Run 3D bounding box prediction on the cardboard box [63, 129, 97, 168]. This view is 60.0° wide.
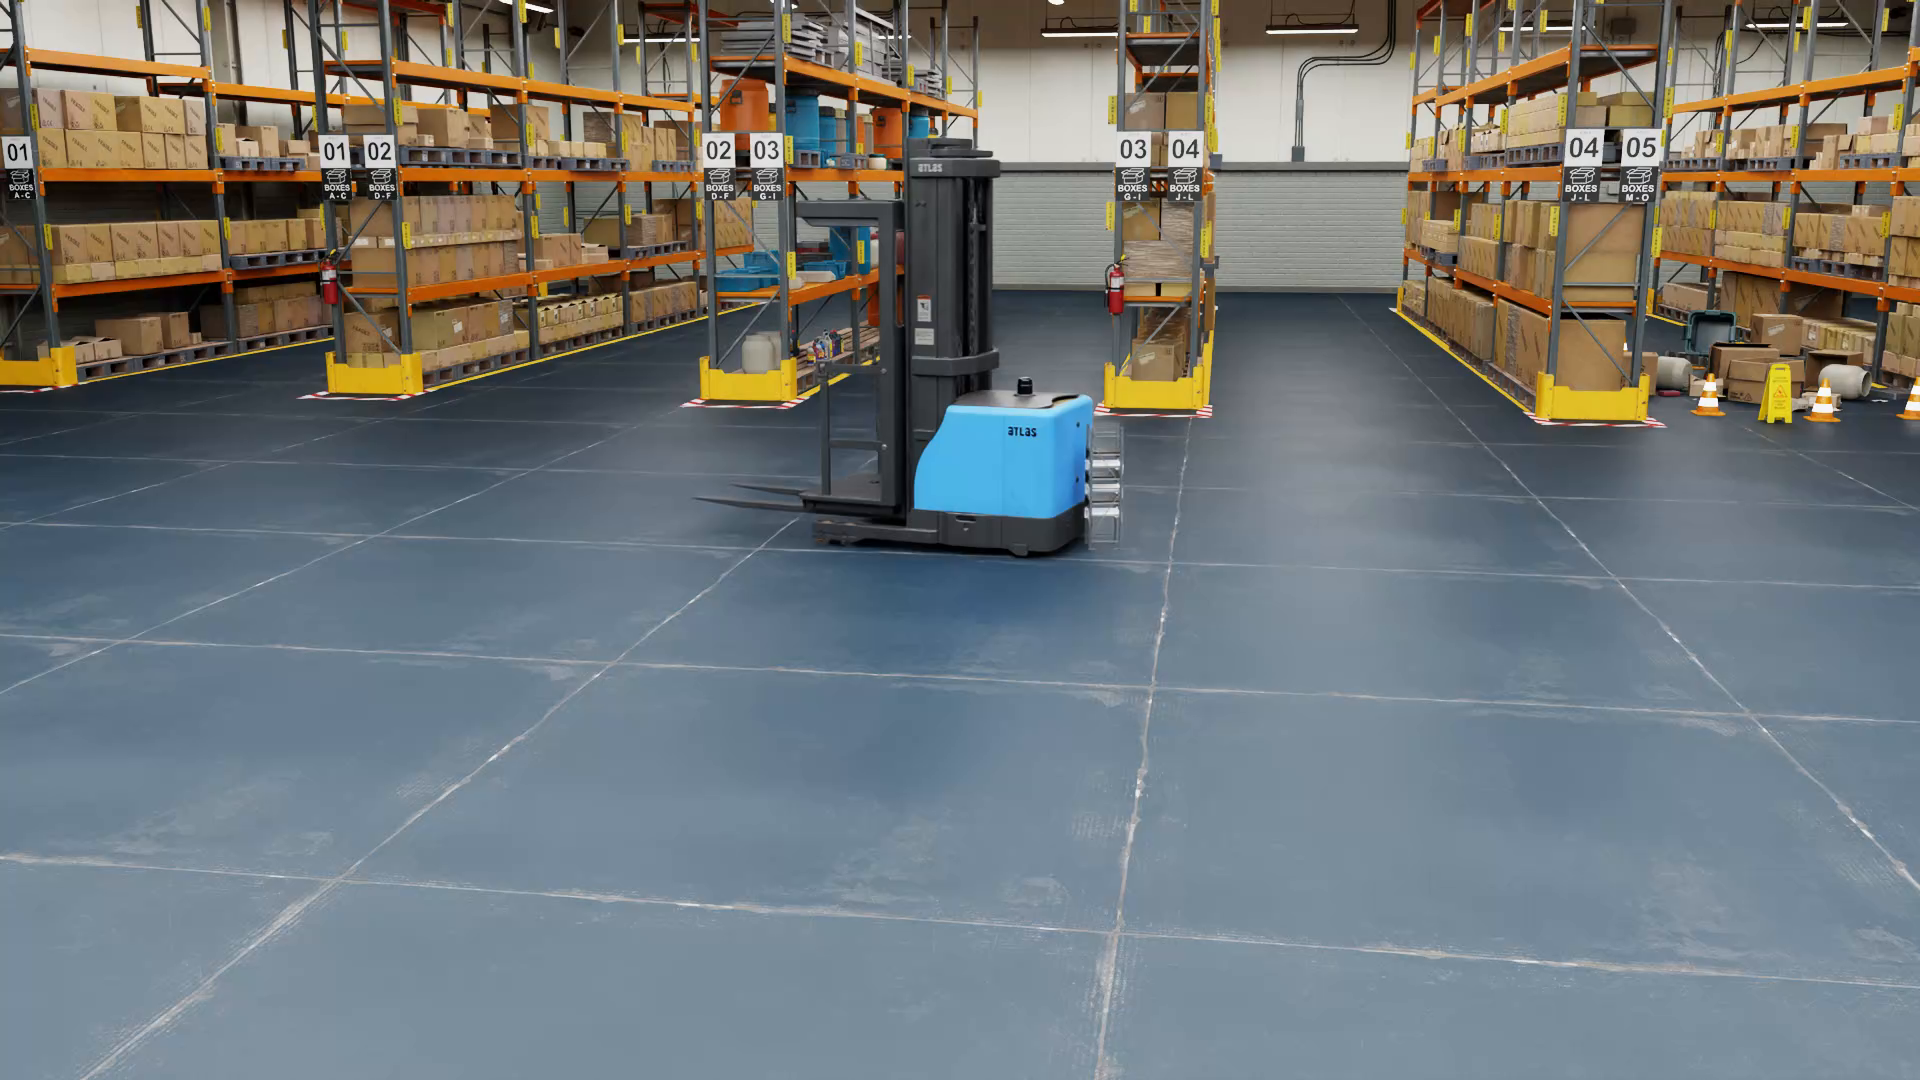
[{"bbox_3d":[-11.959,-5.228,22.228,0.500,0.500,0.500,3,12,12],"label":"cardboard box"}]

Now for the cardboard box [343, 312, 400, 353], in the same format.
[{"bbox_3d":[-7.692,-2.720,21.745,0.500,0.500,0.500,2,12,9],"label":"cardboard box"}]

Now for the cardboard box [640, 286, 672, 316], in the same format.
[{"bbox_3d":[-5.665,-4.437,30.852,0.500,0.500,0.500,1,12,7],"label":"cardboard box"}]

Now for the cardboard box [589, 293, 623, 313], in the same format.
[{"bbox_3d":[-6.087,-4.055,28.387,0.500,0.311,0.500,2,12,10],"label":"cardboard box"}]

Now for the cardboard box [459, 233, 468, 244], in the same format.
[{"bbox_3d":[-6.970,-4.132,22.769,0.380,0.149,0.250,2,12,9],"label":"cardboard box"}]

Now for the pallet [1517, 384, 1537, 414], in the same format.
[{"bbox_3d":[7.239,-1.673,19.758,1.003,0.211,1.213,2,12,9],"label":"pallet"}]

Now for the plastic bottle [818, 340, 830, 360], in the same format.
[{"bbox_3d":[-1.893,-2.642,23.053,0.152,0.276,0.135,2,12,10],"label":"plastic bottle"}]

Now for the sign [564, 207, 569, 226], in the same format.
[{"bbox_3d":[-6.787,-5.579,28.702,0.100,0.325,0.005,2,12,9],"label":"sign"}]

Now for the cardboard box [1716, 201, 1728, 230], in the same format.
[{"bbox_3d":[13.594,-5.682,29.127,0.500,0.500,0.500,2,12,9],"label":"cardboard box"}]

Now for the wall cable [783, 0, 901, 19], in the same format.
[{"bbox_3d":[-2.961,-13.946,40.434,3.097,2.526,0.112,2,12,9],"label":"wall cable"}]

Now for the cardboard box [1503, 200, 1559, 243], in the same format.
[{"bbox_3d":[7.718,-4.226,22.063,0.875,0.550,0.550,2,12,9],"label":"cardboard box"}]

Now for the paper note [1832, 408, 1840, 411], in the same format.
[{"bbox_3d":[10.278,-1.538,19.558,0.148,0.019,0.142,-2,12,-11],"label":"paper note"}]

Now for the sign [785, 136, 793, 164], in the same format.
[{"bbox_3d":[-2.043,-4.662,19.864,0.100,0.325,0.005,2,12,9],"label":"sign"}]

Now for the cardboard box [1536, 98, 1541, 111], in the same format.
[{"bbox_3d":[7.106,-5.201,19.856,0.380,0.149,0.250,2,12,8],"label":"cardboard box"}]

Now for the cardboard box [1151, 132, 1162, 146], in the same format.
[{"bbox_3d":[2.198,-4.756,19.730,0.380,0.149,0.250,1,12,7],"label":"cardboard box"}]

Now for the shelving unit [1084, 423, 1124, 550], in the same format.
[{"bbox_3d":[1.053,-0.392,12.173,0.258,0.900,0.210,-1,13,-4],"label":"shelving unit"}]

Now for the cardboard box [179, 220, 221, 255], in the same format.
[{"bbox_3d":[-11.527,-4.558,25.053,0.500,0.500,0.500,2,12,9],"label":"cardboard box"}]

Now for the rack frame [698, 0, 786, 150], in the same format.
[{"bbox_3d":[-2.586,-6.143,19.636,1.000,3.000,0.127,2,12,9],"label":"rack frame"}]

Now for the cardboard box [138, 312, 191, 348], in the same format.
[{"bbox_3d":[-11.880,-3.139,24.830,0.500,0.500,0.500,1,12,4],"label":"cardboard box"}]

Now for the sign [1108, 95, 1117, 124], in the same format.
[{"bbox_3d":[1.762,-4.971,19.217,0.100,0.325,0.005,2,12,9],"label":"sign"}]

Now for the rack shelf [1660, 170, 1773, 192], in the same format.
[{"bbox_3d":[14.253,-6.757,31.316,1.077,0.370,4.000,2,12,9],"label":"rack shelf"}]

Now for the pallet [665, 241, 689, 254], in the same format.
[{"bbox_3d":[-5.865,-5.613,31.872,1.003,0.211,1.213,2,12,9],"label":"pallet"}]

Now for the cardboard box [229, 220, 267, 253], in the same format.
[{"bbox_3d":[-11.555,-4.848,26.589,0.700,0.500,0.500,3,13,14],"label":"cardboard box"}]

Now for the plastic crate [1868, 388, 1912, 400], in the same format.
[{"bbox_3d":[11.663,-1.834,20.811,0.402,0.080,0.583,-2,12,-11],"label":"plastic crate"}]

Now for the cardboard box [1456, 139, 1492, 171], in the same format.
[{"bbox_3d":[8.260,-6.175,26.671,0.500,0.500,0.500,2,12,9],"label":"cardboard box"}]

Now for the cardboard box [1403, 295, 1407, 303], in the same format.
[{"bbox_3d":[9.257,-4.911,33.933,0.380,0.149,0.250,2,12,10],"label":"cardboard box"}]

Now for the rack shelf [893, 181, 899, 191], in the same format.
[{"bbox_3d":[-1.048,-6.406,29.687,1.077,0.370,4.000,2,12,9],"label":"rack shelf"}]

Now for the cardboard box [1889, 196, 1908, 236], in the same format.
[{"bbox_3d":[12.433,-4.160,21.357,0.700,0.500,0.500,2,12,8],"label":"cardboard box"}]

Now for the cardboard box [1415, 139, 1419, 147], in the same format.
[{"bbox_3d":[9.170,-7.813,32.732,0.380,0.149,0.250,2,12,9],"label":"cardboard box"}]

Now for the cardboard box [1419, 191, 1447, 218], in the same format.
[{"bbox_3d":[9.011,-6.369,31.611,0.500,0.500,0.500,2,12,10],"label":"cardboard box"}]

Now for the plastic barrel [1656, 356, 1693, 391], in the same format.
[{"bbox_3d":[9.150,-2.155,21.489,0.421,0.421,0.512,-10,16,-40],"label":"plastic barrel"}]

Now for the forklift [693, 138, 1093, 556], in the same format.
[{"bbox_3d":[-0.562,-1.493,12.464,3.031,2.935,1.130,5,13,21],"label":"forklift"}]

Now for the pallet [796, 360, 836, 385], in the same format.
[{"bbox_3d":[-2.301,-2.286,22.601,1.003,0.211,1.213,2,12,9],"label":"pallet"}]

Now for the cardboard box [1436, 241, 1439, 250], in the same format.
[{"bbox_3d":[8.206,-4.946,27.924,0.380,0.149,0.250,1,12,6],"label":"cardboard box"}]

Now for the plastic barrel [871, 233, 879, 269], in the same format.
[{"bbox_3d":[-1.428,-4.544,26.135,0.433,0.535,0.433,0,12,0],"label":"plastic barrel"}]

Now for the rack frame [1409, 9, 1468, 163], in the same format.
[{"bbox_3d":[9.654,-9.131,33.503,1.000,3.000,0.127,2,12,9],"label":"rack frame"}]

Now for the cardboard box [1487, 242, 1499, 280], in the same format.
[{"bbox_3d":[7.625,-3.867,23.077,0.500,0.500,0.500,2,12,8],"label":"cardboard box"}]

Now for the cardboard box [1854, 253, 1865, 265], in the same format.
[{"bbox_3d":[12.584,-3.869,22.924,0.380,0.149,0.250,2,12,8],"label":"cardboard box"}]

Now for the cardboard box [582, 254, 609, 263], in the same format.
[{"bbox_3d":[-6.115,-4.718,27.860,0.380,0.149,0.250,2,12,9],"label":"cardboard box"}]

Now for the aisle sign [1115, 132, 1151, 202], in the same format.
[{"bbox_3d":[2.002,-4.317,19.235,0.394,0.787,0.004,2,12,9],"label":"aisle sign"}]

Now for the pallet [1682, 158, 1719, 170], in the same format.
[{"bbox_3d":[14.272,-7.073,31.281,1.003,0.211,1.213,2,12,9],"label":"pallet"}]

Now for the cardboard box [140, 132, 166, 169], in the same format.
[{"bbox_3d":[-11.732,-5.554,23.740,0.500,0.500,0.500,1,12,6],"label":"cardboard box"}]

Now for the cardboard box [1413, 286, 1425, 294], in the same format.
[{"bbox_3d":[8.964,-4.825,32.118,0.380,0.149,0.250,1,12,7],"label":"cardboard box"}]

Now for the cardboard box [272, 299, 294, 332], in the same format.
[{"bbox_3d":[-11.515,-3.725,27.545,0.700,0.500,0.500,2,12,9],"label":"cardboard box"}]

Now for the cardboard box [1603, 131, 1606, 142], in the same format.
[{"bbox_3d":[7.679,-4.684,19.352,0.380,0.149,0.250,2,12,9],"label":"cardboard box"}]

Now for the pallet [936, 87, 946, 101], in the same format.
[{"bbox_3d":[-0.838,-8.180,30.485,1.003,0.211,1.213,2,12,9],"label":"pallet"}]

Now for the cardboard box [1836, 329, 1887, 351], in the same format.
[{"bbox_3d":[12.900,-2.741,23.332,0.950,0.372,0.625,3,12,12],"label":"cardboard box"}]

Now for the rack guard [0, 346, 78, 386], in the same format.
[{"bbox_3d":[-12.364,-2.325,22.094,1.175,0.500,0.348,2,12,9],"label":"rack guard"}]

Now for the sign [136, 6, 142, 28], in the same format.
[{"bbox_3d":[-12.309,-7.847,24.952,0.100,0.325,0.005,2,12,9],"label":"sign"}]

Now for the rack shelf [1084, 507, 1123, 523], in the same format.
[{"bbox_3d":[1.053,-0.184,12.219,0.258,0.077,0.200,-1,13,-4],"label":"rack shelf"}]

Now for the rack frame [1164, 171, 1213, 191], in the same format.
[{"bbox_3d":[4.769,-6.380,34.978,1.000,3.000,0.127,2,12,9],"label":"rack frame"}]

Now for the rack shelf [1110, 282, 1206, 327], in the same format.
[{"bbox_3d":[2.615,-3.114,21.531,1.077,0.370,4.000,2,12,9],"label":"rack shelf"}]

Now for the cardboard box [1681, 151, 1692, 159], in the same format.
[{"bbox_3d":[14.166,-7.438,32.127,0.380,0.149,0.250,2,12,11],"label":"cardboard box"}]
